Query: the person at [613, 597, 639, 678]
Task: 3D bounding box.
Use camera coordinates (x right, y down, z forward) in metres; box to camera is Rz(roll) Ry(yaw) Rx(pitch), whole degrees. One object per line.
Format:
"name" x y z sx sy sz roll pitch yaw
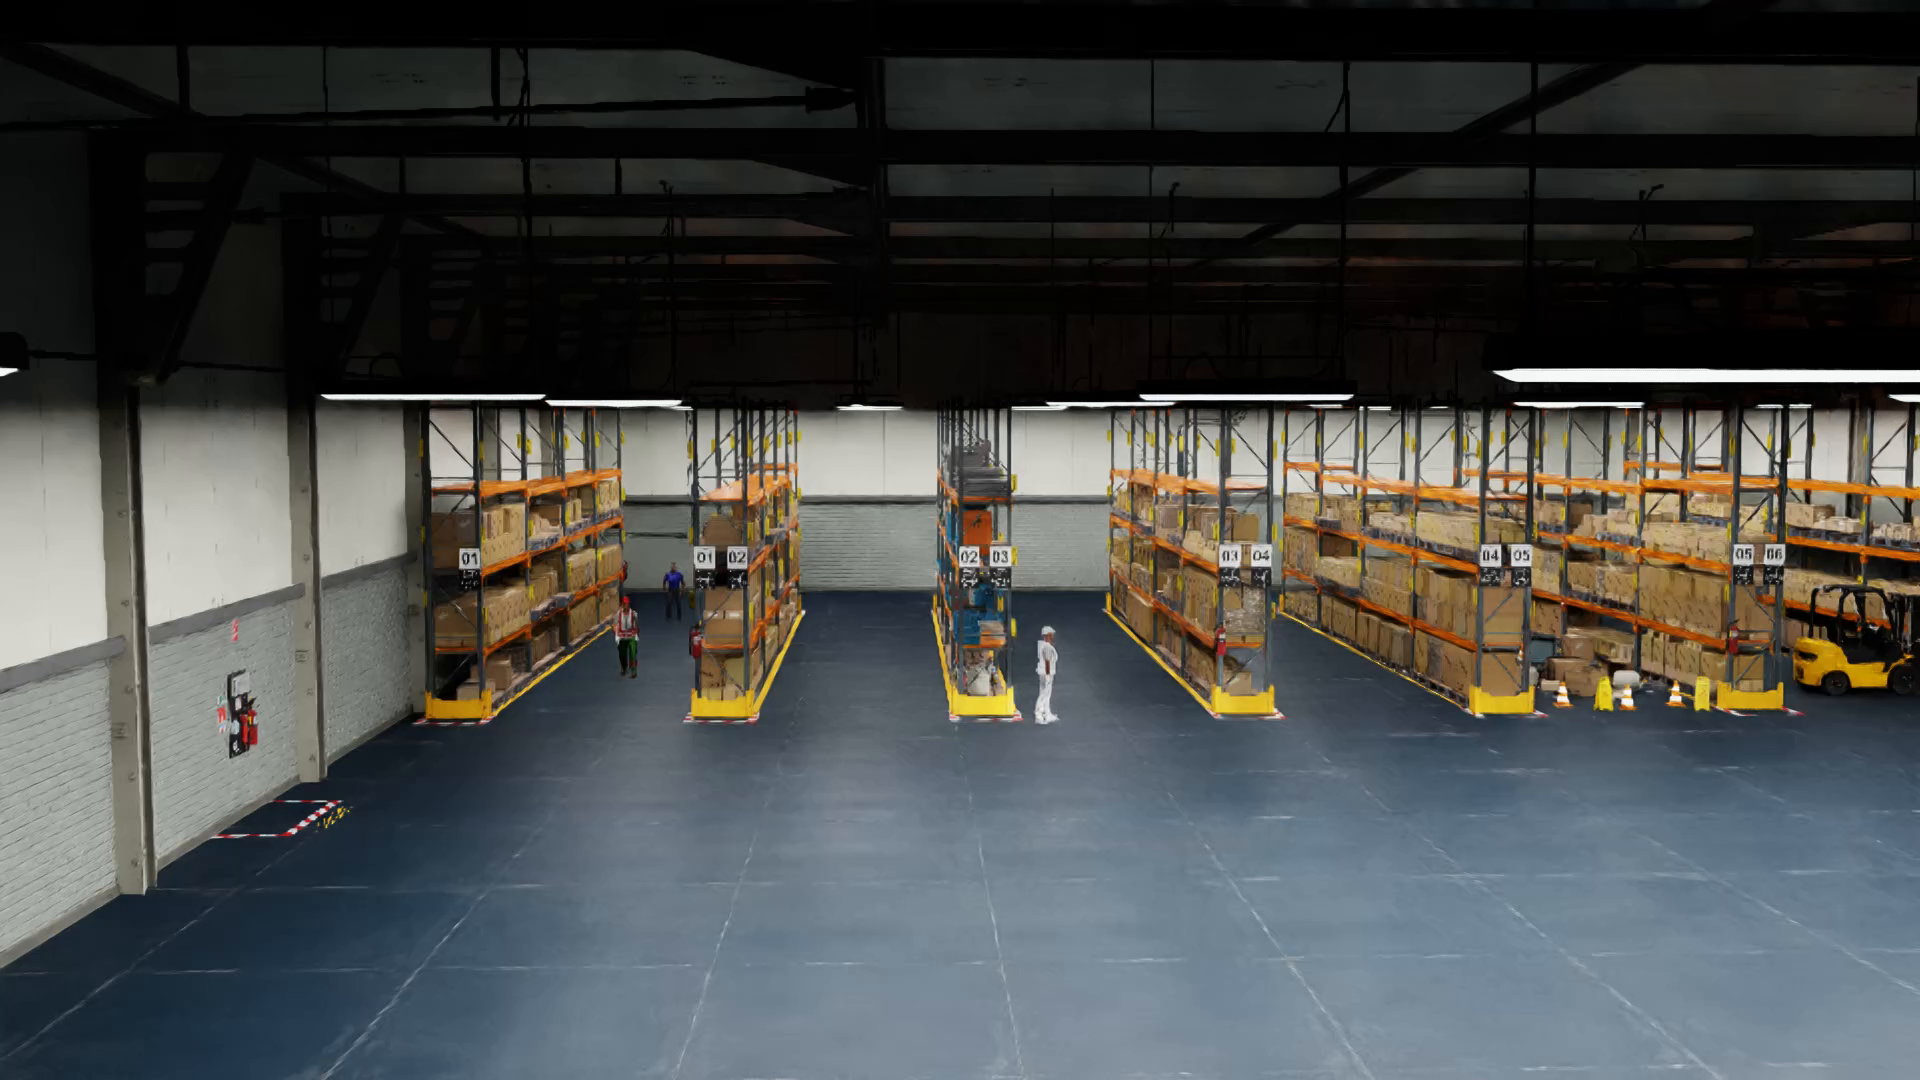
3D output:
"person" -7.189 2.083 35.799 0.528 1.727 1.030 -1 4 -10

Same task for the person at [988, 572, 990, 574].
"person" 0.817 1.230 46.611 0.387 1.756 0.715 1 5 15

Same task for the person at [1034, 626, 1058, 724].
"person" 1.599 2.461 30.637 0.510 1.780 0.730 -1 4 -8

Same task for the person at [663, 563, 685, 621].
"person" -7.831 1.415 45.528 0.592 1.604 0.513 0 4 -4
